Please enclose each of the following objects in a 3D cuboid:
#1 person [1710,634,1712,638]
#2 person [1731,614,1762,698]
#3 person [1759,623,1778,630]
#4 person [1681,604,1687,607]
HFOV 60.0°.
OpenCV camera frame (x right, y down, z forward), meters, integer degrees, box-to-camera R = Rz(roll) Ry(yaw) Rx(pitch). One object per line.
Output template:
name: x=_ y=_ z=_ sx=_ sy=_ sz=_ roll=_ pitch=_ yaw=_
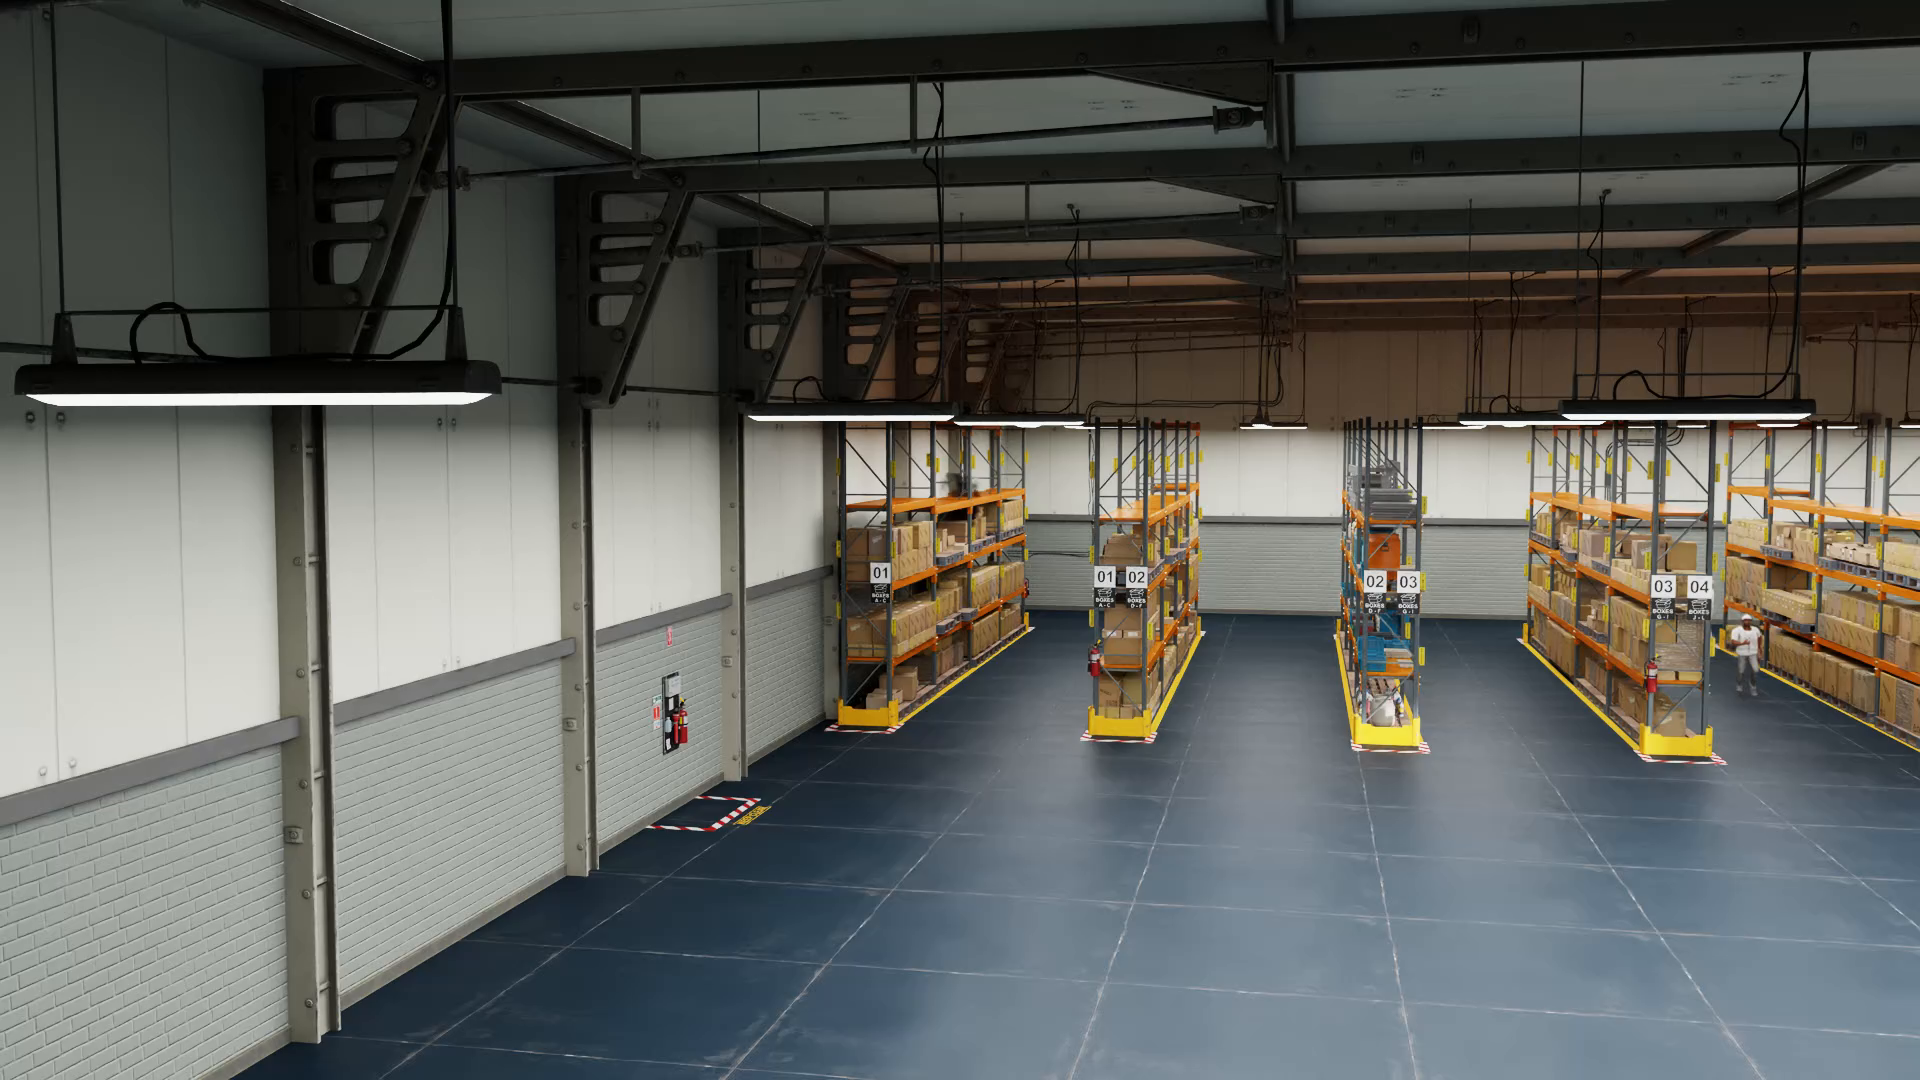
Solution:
person: x=20.269 y=1.923 z=45.395 sx=0.791 sy=1.760 sz=0.763 roll=0 pitch=4 yaw=-5
person: x=17.065 y=2.510 z=36.050 sx=0.684 sy=1.816 sz=0.731 roll=1 pitch=4 yaw=11
person: x=22.134 y=1.977 z=45.383 sx=0.601 sy=1.643 sz=0.602 roll=0 pitch=4 yaw=-2
person: x=19.130 y=2.040 z=44.736 sx=0.504 sy=1.626 sz=0.854 roll=-3 pitch=5 yaw=-36
